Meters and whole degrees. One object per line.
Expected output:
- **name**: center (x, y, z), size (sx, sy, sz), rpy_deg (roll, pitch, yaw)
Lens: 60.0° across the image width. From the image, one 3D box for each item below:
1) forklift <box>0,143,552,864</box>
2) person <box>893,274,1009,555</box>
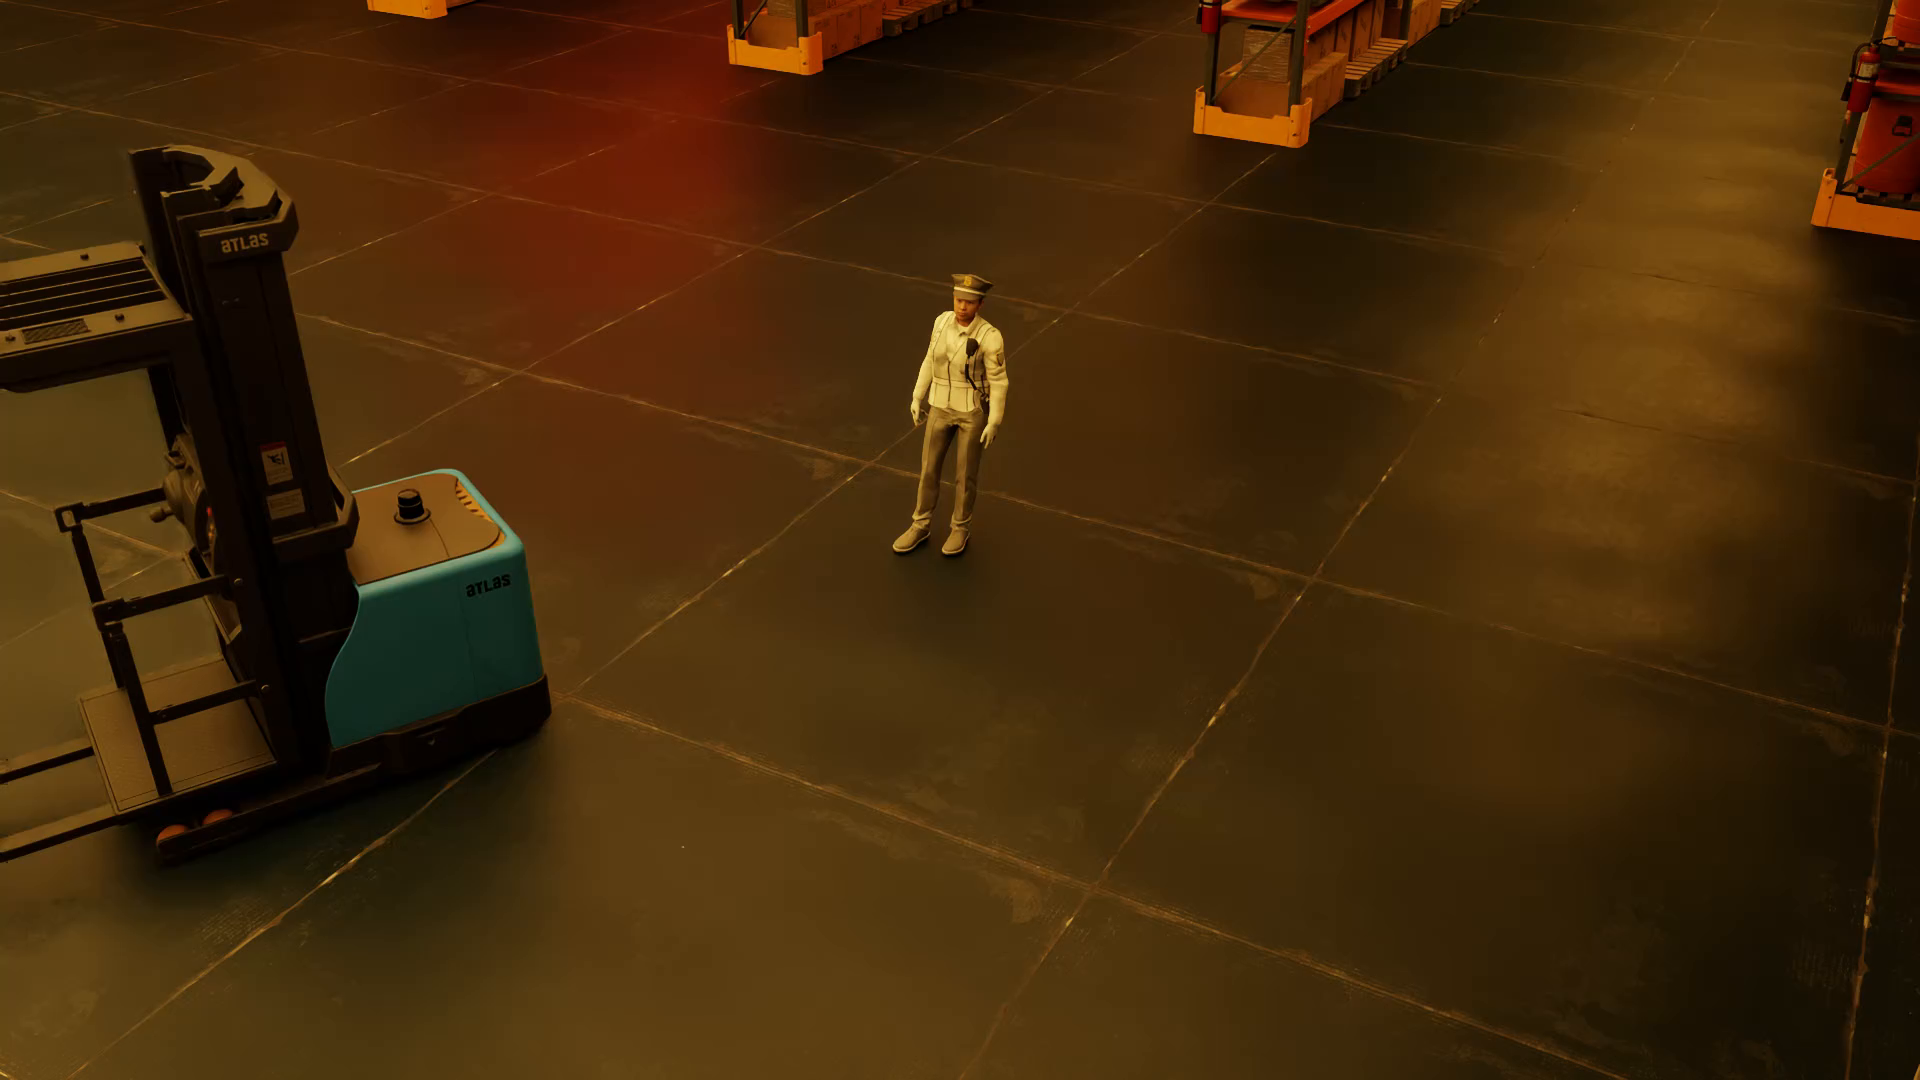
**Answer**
- **forklift**: center (-3.563, -0.121, 7.280), size (3.031, 2.935, 1.130), rpy_deg (-18, 35, -28)
- **person**: center (-0.040, -0.712, 9.527), size (0.586, 1.694, 0.530), rpy_deg (15, 33, 25)
